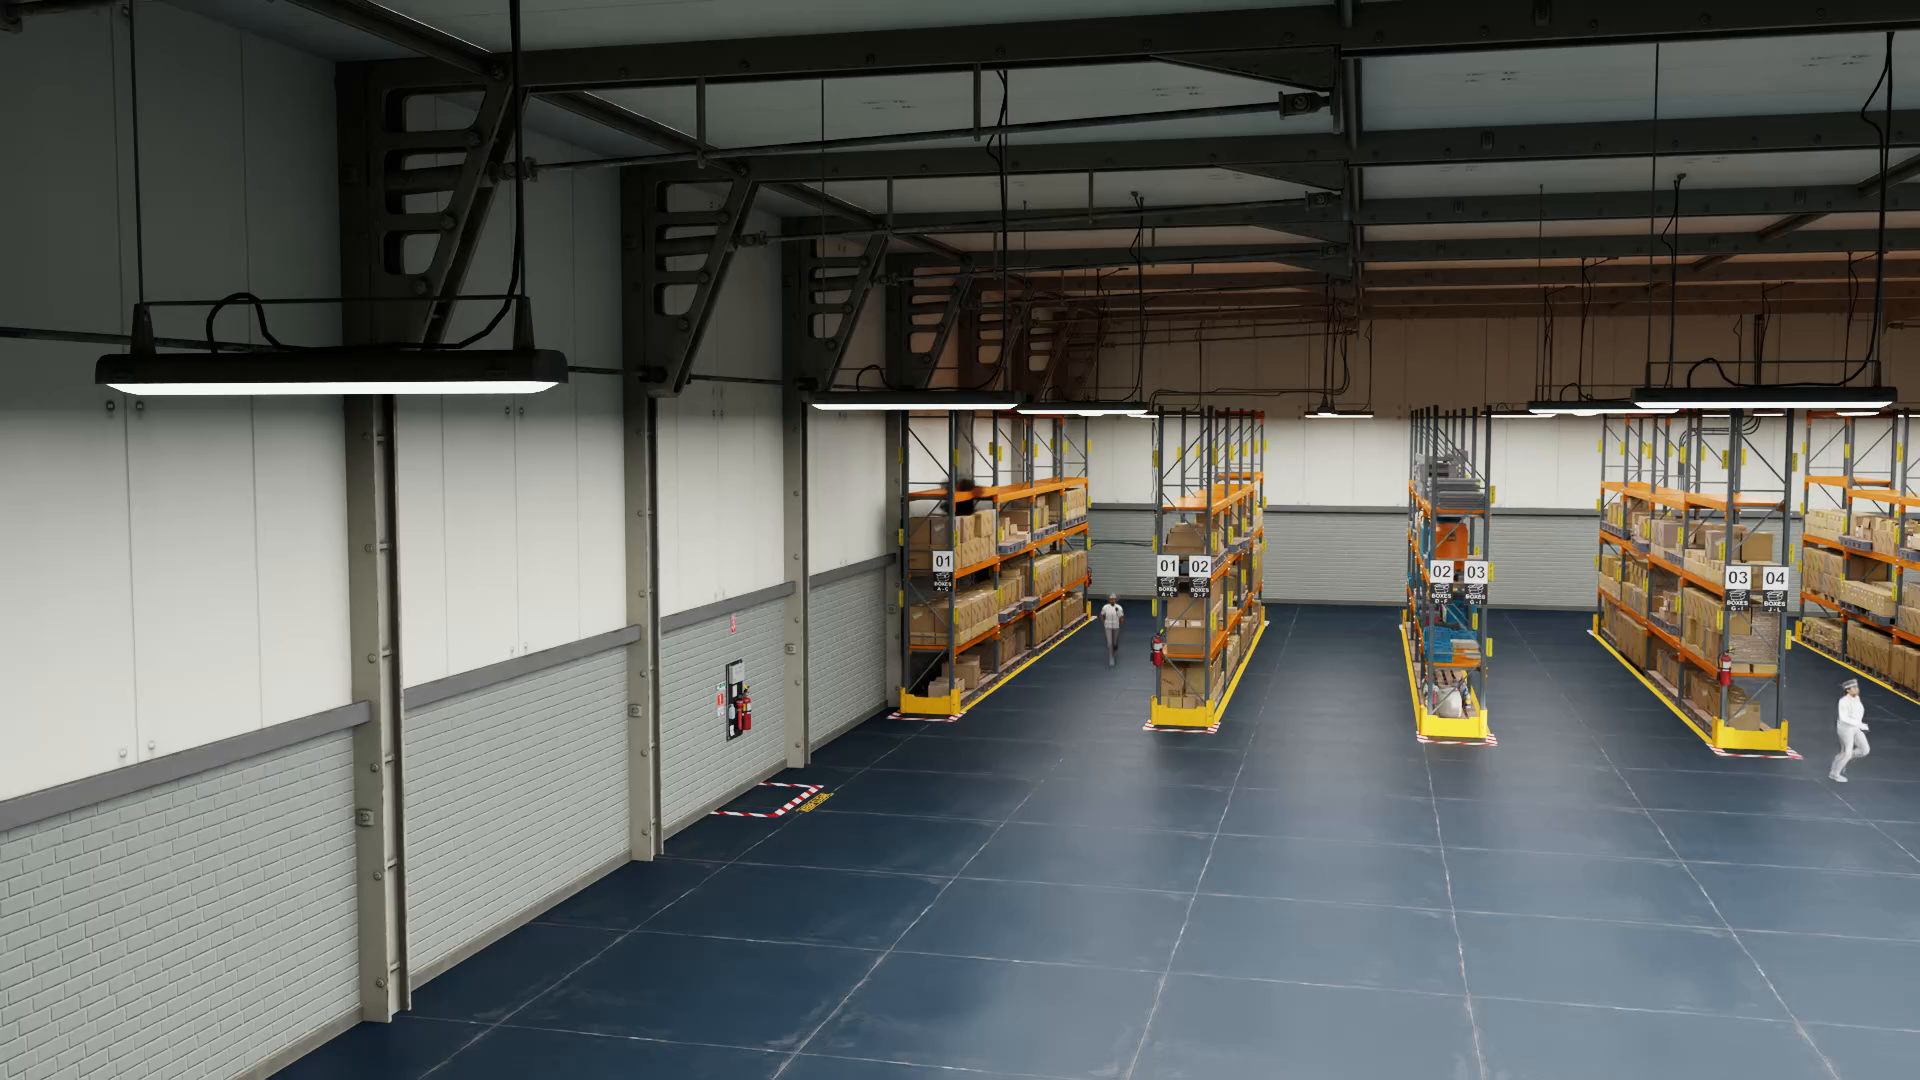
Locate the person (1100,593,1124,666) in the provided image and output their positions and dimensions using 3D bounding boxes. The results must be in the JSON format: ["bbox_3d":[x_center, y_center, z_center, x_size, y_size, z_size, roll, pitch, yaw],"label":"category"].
[{"bbox_3d":[3.595,2.084,39.286,0.578,1.691,0.792,0,4,4],"label":"person"}]

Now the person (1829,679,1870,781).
[{"bbox_3d":[14.142,3.009,26.339,0.650,1.656,0.633,-2,5,-30],"label":"person"}]
